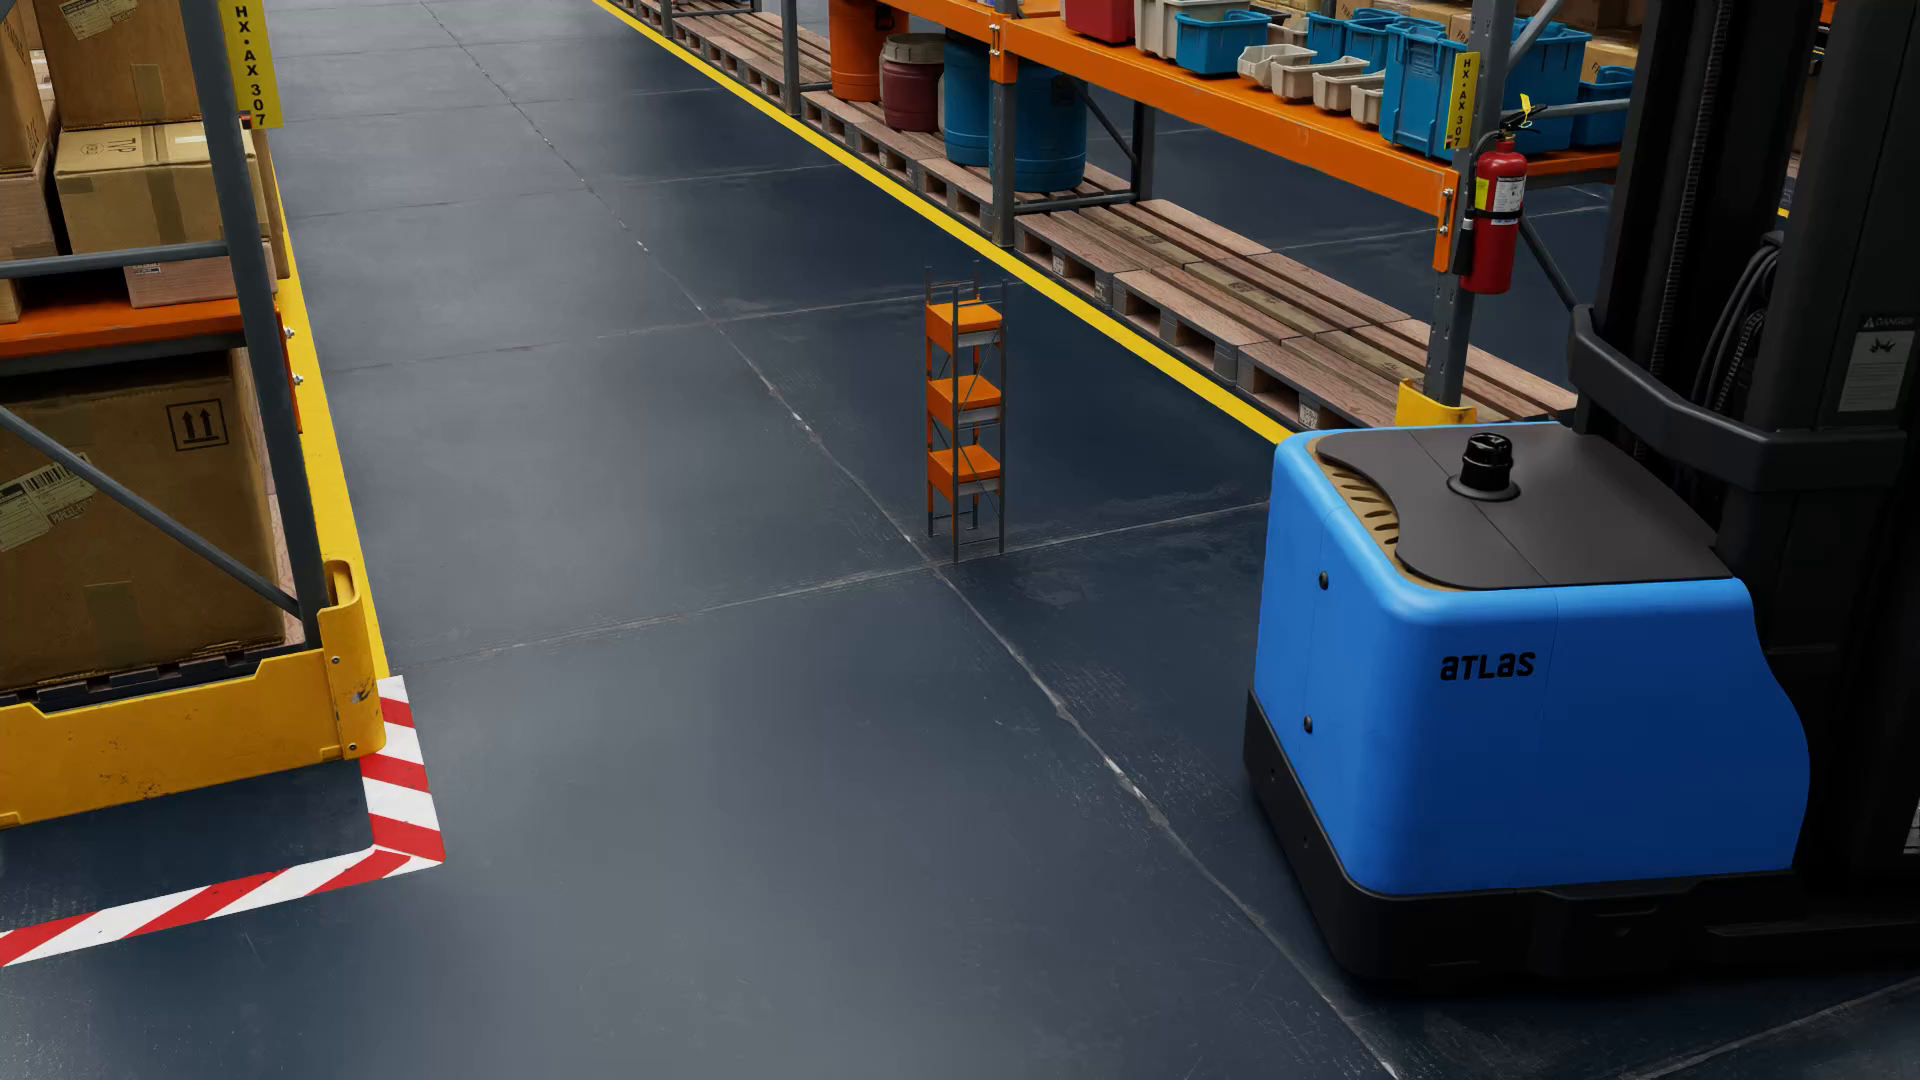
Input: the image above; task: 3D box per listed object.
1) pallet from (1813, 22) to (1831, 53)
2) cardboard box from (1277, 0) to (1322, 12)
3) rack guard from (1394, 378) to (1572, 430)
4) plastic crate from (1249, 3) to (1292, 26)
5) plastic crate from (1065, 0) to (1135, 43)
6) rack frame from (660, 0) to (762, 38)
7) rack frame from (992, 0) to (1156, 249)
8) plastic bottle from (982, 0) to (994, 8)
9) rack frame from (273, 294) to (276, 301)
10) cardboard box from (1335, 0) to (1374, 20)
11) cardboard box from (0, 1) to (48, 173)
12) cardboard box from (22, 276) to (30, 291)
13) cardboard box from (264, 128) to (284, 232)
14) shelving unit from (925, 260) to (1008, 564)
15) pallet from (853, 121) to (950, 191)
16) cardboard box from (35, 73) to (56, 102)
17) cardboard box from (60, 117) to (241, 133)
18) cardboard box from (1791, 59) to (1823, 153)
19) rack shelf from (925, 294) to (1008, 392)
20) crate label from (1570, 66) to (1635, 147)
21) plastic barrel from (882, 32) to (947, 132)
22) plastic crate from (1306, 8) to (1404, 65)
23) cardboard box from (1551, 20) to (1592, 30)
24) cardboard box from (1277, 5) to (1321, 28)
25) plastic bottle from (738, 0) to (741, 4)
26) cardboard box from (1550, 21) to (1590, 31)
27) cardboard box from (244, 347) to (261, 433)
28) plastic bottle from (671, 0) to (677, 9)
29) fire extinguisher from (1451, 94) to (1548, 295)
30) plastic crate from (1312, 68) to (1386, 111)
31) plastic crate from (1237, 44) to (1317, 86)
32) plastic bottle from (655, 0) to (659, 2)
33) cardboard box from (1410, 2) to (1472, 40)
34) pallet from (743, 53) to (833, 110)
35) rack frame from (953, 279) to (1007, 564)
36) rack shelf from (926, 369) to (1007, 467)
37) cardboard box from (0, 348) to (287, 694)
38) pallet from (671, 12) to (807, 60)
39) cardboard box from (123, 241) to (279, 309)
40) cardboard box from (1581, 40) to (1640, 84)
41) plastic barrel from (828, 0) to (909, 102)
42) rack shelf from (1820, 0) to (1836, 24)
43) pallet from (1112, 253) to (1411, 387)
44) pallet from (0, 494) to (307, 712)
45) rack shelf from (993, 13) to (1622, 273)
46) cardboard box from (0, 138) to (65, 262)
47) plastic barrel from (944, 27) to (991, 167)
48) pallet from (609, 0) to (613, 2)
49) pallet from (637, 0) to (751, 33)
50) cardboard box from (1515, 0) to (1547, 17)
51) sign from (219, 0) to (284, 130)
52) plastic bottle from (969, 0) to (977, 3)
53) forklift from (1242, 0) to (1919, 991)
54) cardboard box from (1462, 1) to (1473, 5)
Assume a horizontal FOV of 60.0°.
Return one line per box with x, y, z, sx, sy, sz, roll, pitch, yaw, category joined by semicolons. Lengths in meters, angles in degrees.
8.461;-4.894;16.034;1.003;0.211;1.213;-11;28;-21;pallet
3.234;-5.000;15.089;0.500;0.311;0.500;-10;28;-19;cardboard box
2.260;-0.416;6.533;1.175;0.500;0.348;-11;28;-21;rack guard
1.358;-2.659;8.523;0.437;0.125;0.590;-11;28;-21;plastic crate
0.791;-2.814;8.453;0.402;0.464;0.583;-11;28;-21;plastic crate
-2.460;-6.391;15.921;1.000;3.000;0.127;-11;28;-21;rack frame
0.673;-3.162;9.307;1.000;3.000;0.127;-11;28;-21;rack frame
0.221;-3.210;9.546;0.152;0.276;0.135;-11;28;-21;plastic bottle
-3.885;-2.311;7.564;1.000;3.000;0.127;-11;28;-21;rack frame
3.581;-4.468;14.329;0.500;0.500;0.500;-9;28;-18;cardboard box
-2.751;-1.251;4.370;0.500;0.500;0.500;-10;28;-20;cardboard box
-2.864;-0.775;4.704;0.380;0.149;0.250;-10;28;-20;cardboard box
-4.505;-2.160;9.198;1.225;0.875;0.875;-12;28;-22;cardboard box
0.021;-0.450;5.975;0.215;1.050;0.252;-11;28;-21;shelving unit
-0.073;-2.721;11.582;1.003;0.211;1.213;-11;28;-21;pallet
-3.150;-1.322;5.372;0.500;0.250;0.500;-12;28;-22;cardboard box
-2.468;-1.211;5.143;0.500;0.250;0.500;-11;28;-21;cardboard box
5.716;-2.904;11.127;0.500;0.500;0.500;-11;28;-21;cardboard box
0.021;-0.696;5.856;0.215;0.259;0.240;-11;28;-21;rack shelf
2.445;-1.655;6.343;0.416;0.233;0.303;-11;28;-21;crate label
-0.244;-3.231;11.719;0.600;0.588;0.708;-11;28;-21;plastic barrel
1.812;-2.308;7.680;0.416;0.233;0.300;-11;28;-21;plastic crate
4.859;-3.739;12.837;0.500;0.500;0.500;-10;28;-20;cardboard box
3.235;-4.750;15.215;0.500;0.250;0.500;-10;28;-19;cardboard box
-2.222;-5.577;16.941;0.097;0.201;0.097;0;26;0;plastic bottle
4.393;-3.639;12.632;0.500;0.500;0.500;-10;28;-20;cardboard box
-3.348;-0.901;6.620;0.875;0.875;0.875;-11;28;-21;cardboard box
-2.889;-5.424;16.629;0.097;0.201;0.097;0;26;0;plastic bottle
1.880;-1.206;5.814;0.296;0.674;0.183;-11;28;-21;fire extinguisher
1.653;-1.873;6.899;0.396;0.136;0.243;-11;28;-21;plastic crate
1.388;-2.098;7.359;0.298;0.136;0.250;-11;28;-21;plastic crate
-3.053;-5.687;16.996;0.144;0.351;0.185;-12;29;-23;plastic bottle
3.983;-4.054;13.482;0.500;0.500;0.500;-11;28;-21;cardboard box
-1.162;-3.843;13.880;1.003;0.211;1.213;-11;28;-21;pallet
0.069;-0.401;5.875;0.200;1.050;0.008;-11;28;-21;rack frame
0.021;-0.441;5.980;0.215;0.259;0.240;-11;28;-21;rack shelf
-2.643;-0.174;5.131;0.875;0.875;0.875;-11;28;-21;cardboard box
-2.117;-4.828;15.898;1.003;0.211;1.213;-11;28;-21;pallet
-2.154;-0.783;4.721;0.380;0.149;0.250;-10;28;-20;cardboard box
4.775;-3.236;11.806;0.500;0.500;0.500;-11;28;-21;cardboard box
-0.687;-3.795;12.600;0.600;0.830;0.708;-11;28;-21;plastic barrel
6.015;-2.881;9.551;1.077;0.370;4.000;-11;28;-21;rack shelf
1.478;-1.125;8.314;1.003;0.211;1.213;-11;28;-21;pallet
-2.703;0.248;5.502;1.003;0.211;1.213;-11;28;-21;pallet
1.456;-2.031;7.811;1.077;0.370;4.000;-11;28;-21;rack shelf
-2.752;-0.912;4.531;0.500;0.250;0.500;-11;28;-21;cardboard box
0.198;-2.916;10.716;0.600;0.901;0.708;-11;28;-21;plastic barrel
-3.641;-6.402;19.121;1.003;0.211;1.213;-11;28;-21;pallet
-2.685;-5.417;17.103;1.003;0.211;1.213;-11;28;-21;pallet
4.678;-4.266;13.061;0.500;0.250;0.500;-11;28;-22;cardboard box
-1.805;-1.213;4.239;0.100;0.325;0.005;-11;28;-21;sign
0.088;-3.298;9.720;0.061;0.283;0.133;-11;28;-21;plastic bottle
2.365;-0.501;3.935;3.031;2.935;1.130;-3;26;-5;forklift
4.450;-4.154;13.687;0.500;0.500;0.500;-12;28;-22;cardboard box
